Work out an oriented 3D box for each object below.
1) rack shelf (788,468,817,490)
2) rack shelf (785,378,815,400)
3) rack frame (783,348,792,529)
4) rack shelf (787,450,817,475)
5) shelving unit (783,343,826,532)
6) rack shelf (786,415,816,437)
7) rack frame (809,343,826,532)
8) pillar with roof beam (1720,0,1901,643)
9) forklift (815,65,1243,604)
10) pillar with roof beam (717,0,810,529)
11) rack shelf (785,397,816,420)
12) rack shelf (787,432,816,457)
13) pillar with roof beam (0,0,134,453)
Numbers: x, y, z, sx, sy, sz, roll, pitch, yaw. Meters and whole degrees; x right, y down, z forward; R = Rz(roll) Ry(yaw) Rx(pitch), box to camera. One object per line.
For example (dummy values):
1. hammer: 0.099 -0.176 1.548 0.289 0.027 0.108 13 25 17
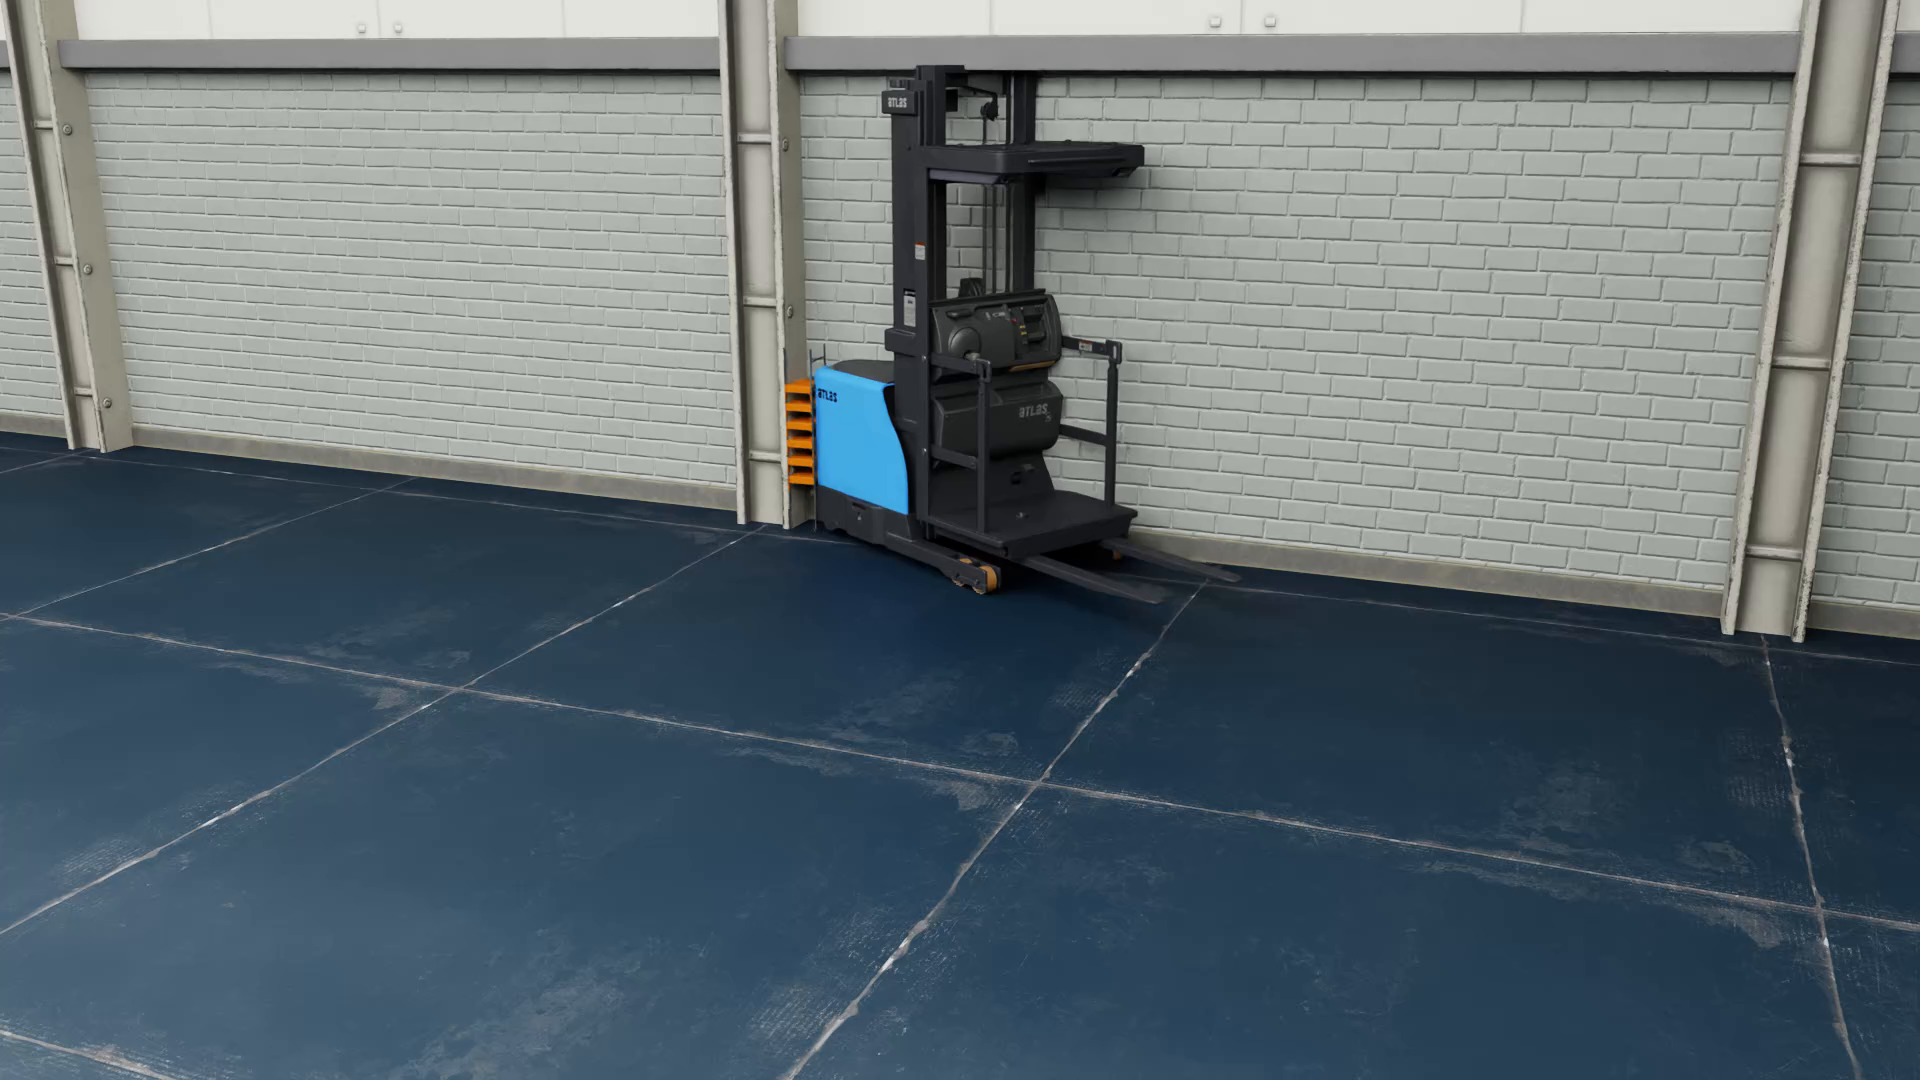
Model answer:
1. rack shelf: -0.991 -0.397 10.902 0.180 0.103 0.258 5 18 18
2. rack shelf: -0.995 -0.972 10.730 0.180 0.103 0.258 5 18 18
3. rack frame: -1.080 -0.678 10.849 0.006 1.200 0.240 5 18 18
4. rack shelf: -0.992 -0.512 10.868 0.180 0.103 0.258 5 18 18
5. shelving unit: -0.993 -0.670 10.820 0.189 1.200 0.258 5 18 18
6. rack shelf: -0.994 -0.742 10.799 0.180 0.103 0.258 5 18 18
7. rack frame: -0.907 -0.662 10.792 0.006 1.200 0.240 5 18 18
8. pillar with roof beam: 2.761 -2.721 3.907 0.400 9.000 9.100 6 17 21
9. forklift: 0.357 -1.250 9.721 1.130 2.935 3.031 -12 20 -36
10. pillar with roof beam: -2.821 -3.335 6.022 0.400 9.000 9.100 6 17 21
11. rack shelf: -0.995 -0.857 10.764 0.180 0.103 0.258 5 18 18
12. rack shelf: -0.993 -0.627 10.833 0.180 0.103 0.258 5 18 18
13. pillar with roof beam: -8.402 -3.949 8.136 0.400 9.000 9.100 6 17 21
